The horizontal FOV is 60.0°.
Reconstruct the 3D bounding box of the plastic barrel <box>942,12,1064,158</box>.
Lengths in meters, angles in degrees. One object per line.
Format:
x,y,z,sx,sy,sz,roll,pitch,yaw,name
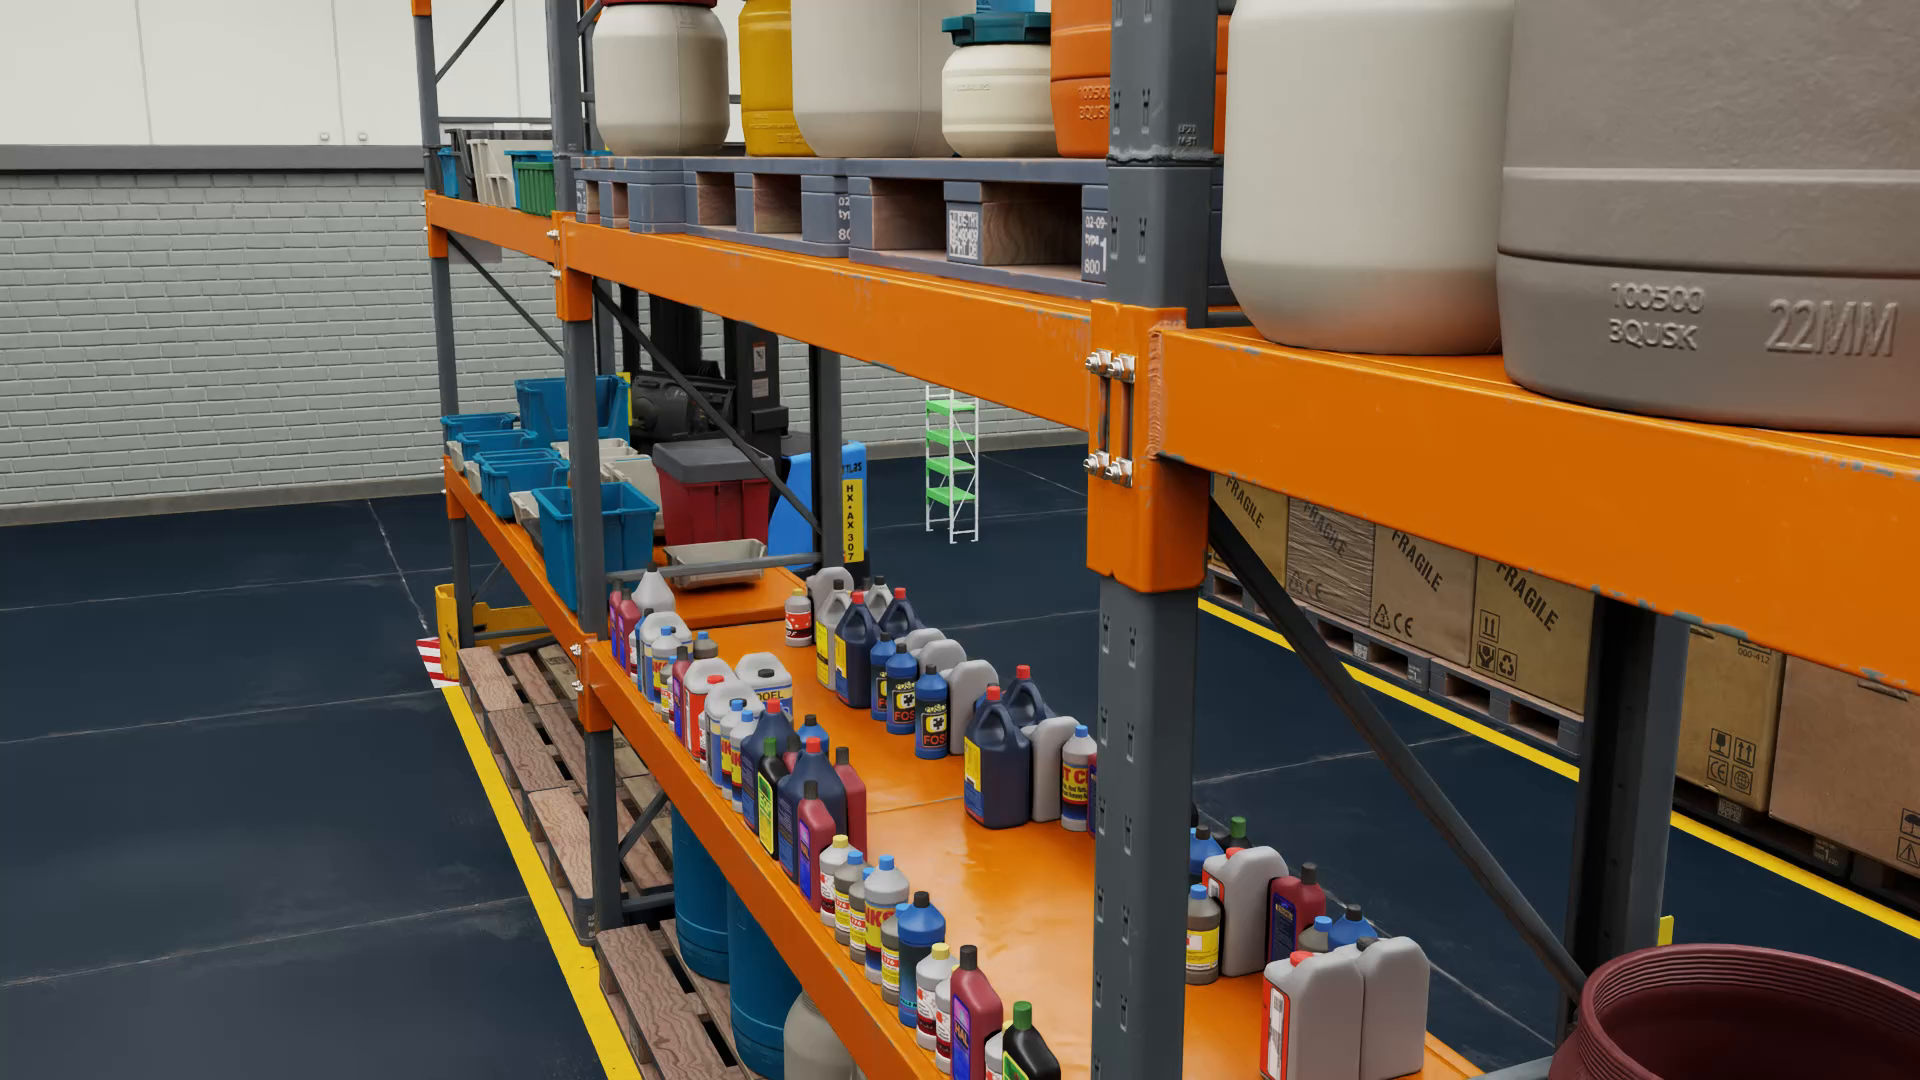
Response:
0.112,-0.869,3.195,0.301,0.262,0.301,0,13,0,plastic barrel

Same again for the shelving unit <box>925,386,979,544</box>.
-0.066,-0.619,13.382,0.258,1.200,0.503,-6,14,-23,shelving unit

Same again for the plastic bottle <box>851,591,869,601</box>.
-0.326,0.300,5.698,0.152,0.276,0.135,-6,14,-23,plastic bottle

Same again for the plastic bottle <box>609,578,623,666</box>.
-1.171,0.283,5.755,0.061,0.283,0.133,-6,14,-23,plastic bottle

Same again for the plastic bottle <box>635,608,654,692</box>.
-1.015,0.358,5.455,0.097,0.271,0.097,0,13,0,plastic bottle

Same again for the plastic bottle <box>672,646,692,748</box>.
-0.815,0.466,4.963,0.061,0.283,0.133,-6,14,-23,plastic bottle

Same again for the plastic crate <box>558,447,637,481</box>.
-1.934,-0.402,8.908,0.396,0.136,0.243,-6,14,-23,plastic crate

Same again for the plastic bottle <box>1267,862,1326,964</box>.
0.709,0.804,3.502,0.061,0.283,0.133,-6,14,-23,plastic bottle

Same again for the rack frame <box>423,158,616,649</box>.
-2.529,-0.715,9.807,1.000,3.000,0.127,-6,14,-23,rack frame

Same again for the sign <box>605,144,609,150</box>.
-2.031,-2.178,9.710,0.100,0.325,0.005,-6,14,-23,sign

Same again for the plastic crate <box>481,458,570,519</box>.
-2.084,-0.248,8.027,0.416,0.233,0.300,-6,14,-23,plastic crate

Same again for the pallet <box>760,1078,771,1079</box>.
-0.163,1.886,4.755,1.003,0.211,1.213,-6,14,-23,pallet

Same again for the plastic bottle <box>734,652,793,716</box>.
-0.580,0.479,4.921,0.152,0.276,0.135,-6,14,-23,plastic bottle

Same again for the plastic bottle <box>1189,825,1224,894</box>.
0.536,0.765,3.696,0.097,0.271,0.097,0,13,0,plastic bottle

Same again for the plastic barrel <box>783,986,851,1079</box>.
-0.296,1.504,4.806,0.421,0.512,0.421,0,13,0,plastic barrel

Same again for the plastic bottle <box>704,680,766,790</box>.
-0.627,0.541,4.655,0.152,0.276,0.135,-6,14,-23,plastic bottle

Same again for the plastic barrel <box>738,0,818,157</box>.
-0.375,-1.476,5.094,0.600,0.588,0.600,0,13,0,plastic barrel

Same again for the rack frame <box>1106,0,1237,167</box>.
0.676,-1.985,1.989,1.000,3.000,0.127,-6,14,-23,rack frame

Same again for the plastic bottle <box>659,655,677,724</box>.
-0.883,0.460,5.169,0.097,0.201,0.097,0,13,0,plastic bottle

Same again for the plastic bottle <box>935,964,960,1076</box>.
0.001,0.916,3.199,0.097,0.201,0.097,0,13,0,plastic bottle

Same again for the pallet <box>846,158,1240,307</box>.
0.459,-0.598,3.070,1.003,0.211,1.213,-6,14,-23,pallet

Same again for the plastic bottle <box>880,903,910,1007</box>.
-0.116,0.856,3.459,0.097,0.201,0.097,0,13,0,plastic bottle

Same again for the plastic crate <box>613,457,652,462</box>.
-1.471,-0.262,8.086,0.416,0.233,0.300,-6,14,-23,plastic crate

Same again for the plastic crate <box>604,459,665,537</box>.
-1.370,-0.192,7.678,0.437,0.282,0.530,-6,14,-23,plastic crate

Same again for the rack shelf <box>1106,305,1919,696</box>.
1.477,0.240,0.623,1.077,0.370,4.000,-6,14,-23,rack shelf

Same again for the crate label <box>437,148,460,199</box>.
-2.455,-1.884,8.536,0.408,0.251,0.502,-6,14,-23,crate label

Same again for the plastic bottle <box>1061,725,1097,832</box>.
0.314,0.617,4.338,0.097,0.271,0.097,0,13,0,plastic bottle

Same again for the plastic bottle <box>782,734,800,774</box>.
-0.407,0.642,4.201,0.061,0.283,0.133,-6,14,-23,plastic bottle

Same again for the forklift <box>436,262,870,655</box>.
-1.940,-0.869,10.625,1.130,2.935,3.031,10,16,37,forklift

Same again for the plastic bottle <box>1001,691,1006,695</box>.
0.157,0.520,4.731,0.061,0.283,0.133,-6,14,-23,plastic bottle

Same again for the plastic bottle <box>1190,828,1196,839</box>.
0.538,0.766,3.847,0.097,0.201,0.097,0,13,0,plastic bottle

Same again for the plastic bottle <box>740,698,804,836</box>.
-0.488,0.578,4.328,0.144,0.351,0.185,-6,14,-23,plastic bottle

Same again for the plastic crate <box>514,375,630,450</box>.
-2.224,-0.709,9.570,0.616,0.435,0.499,-6,14,-23,plastic crate

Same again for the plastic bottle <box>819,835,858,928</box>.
-0.272,0.776,3.807,0.097,0.201,0.097,0,13,0,plastic bottle

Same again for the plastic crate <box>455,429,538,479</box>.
-2.468,-0.446,8.882,0.416,0.233,0.300,-6,14,-23,plastic crate

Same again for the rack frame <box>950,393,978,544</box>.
0.031,-0.568,13.165,0.240,1.200,0.015,-6,14,-23,rack frame

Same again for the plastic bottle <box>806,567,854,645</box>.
-0.473,0.224,6.024,0.152,0.276,0.135,-6,14,-23,plastic bottle

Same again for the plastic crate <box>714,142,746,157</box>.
-1.173,-1.568,7.129,0.497,0.269,0.590,-6,14,-23,plastic crate

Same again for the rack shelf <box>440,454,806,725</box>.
-1.728,0.049,8.103,1.077,0.370,4.000,-6,14,-23,rack shelf

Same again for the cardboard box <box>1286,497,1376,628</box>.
2.703,-0.019,10.580,0.875,0.875,0.875,-6,14,-23,cardboard box

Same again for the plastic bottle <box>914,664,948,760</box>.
-0.084,0.497,4.856,0.097,0.271,0.097,0,13,0,plastic bottle

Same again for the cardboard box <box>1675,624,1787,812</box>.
3.886,0.625,7.798,1.225,0.875,0.875,-6,14,-23,cardboard box

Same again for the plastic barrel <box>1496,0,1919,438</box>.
0.806,-0.579,1.453,0.600,0.901,0.600,0,13,0,plastic barrel

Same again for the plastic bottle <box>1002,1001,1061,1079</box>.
0.123,0.950,2.873,0.061,0.283,0.133,-6,14,-23,plastic bottle

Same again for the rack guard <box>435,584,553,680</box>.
-2.550,0.499,10.105,1.175,0.500,0.348,-6,14,-23,rack guard

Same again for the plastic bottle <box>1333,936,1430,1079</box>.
0.798,0.880,3.192,0.152,0.276,0.135,-6,14,-23,plastic bottle

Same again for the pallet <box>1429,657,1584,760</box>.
3.379,0.858,9.193,1.003,0.211,1.213,-6,14,-23,pallet

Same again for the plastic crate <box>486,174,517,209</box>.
-1.785,-1.450,6.914,0.293,0.136,0.466,-6,14,-23,plastic crate

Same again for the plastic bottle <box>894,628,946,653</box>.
-0.124,0.404,5.248,0.152,0.276,0.135,-6,14,-23,plastic bottle

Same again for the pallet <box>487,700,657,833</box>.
-1.749,1.069,8.283,1.003,0.211,1.213,-6,14,-23,pallet

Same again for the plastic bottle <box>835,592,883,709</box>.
-0.317,0.347,5.328,0.144,0.351,0.185,-6,14,-23,plastic bottle

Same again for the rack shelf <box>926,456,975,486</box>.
-0.066,-0.556,13.397,0.258,0.148,0.480,-6,14,-23,rack shelf

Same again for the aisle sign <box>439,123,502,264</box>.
-2.830,-1.970,9.462,0.394,0.787,0.004,-6,14,-23,aisle sign
